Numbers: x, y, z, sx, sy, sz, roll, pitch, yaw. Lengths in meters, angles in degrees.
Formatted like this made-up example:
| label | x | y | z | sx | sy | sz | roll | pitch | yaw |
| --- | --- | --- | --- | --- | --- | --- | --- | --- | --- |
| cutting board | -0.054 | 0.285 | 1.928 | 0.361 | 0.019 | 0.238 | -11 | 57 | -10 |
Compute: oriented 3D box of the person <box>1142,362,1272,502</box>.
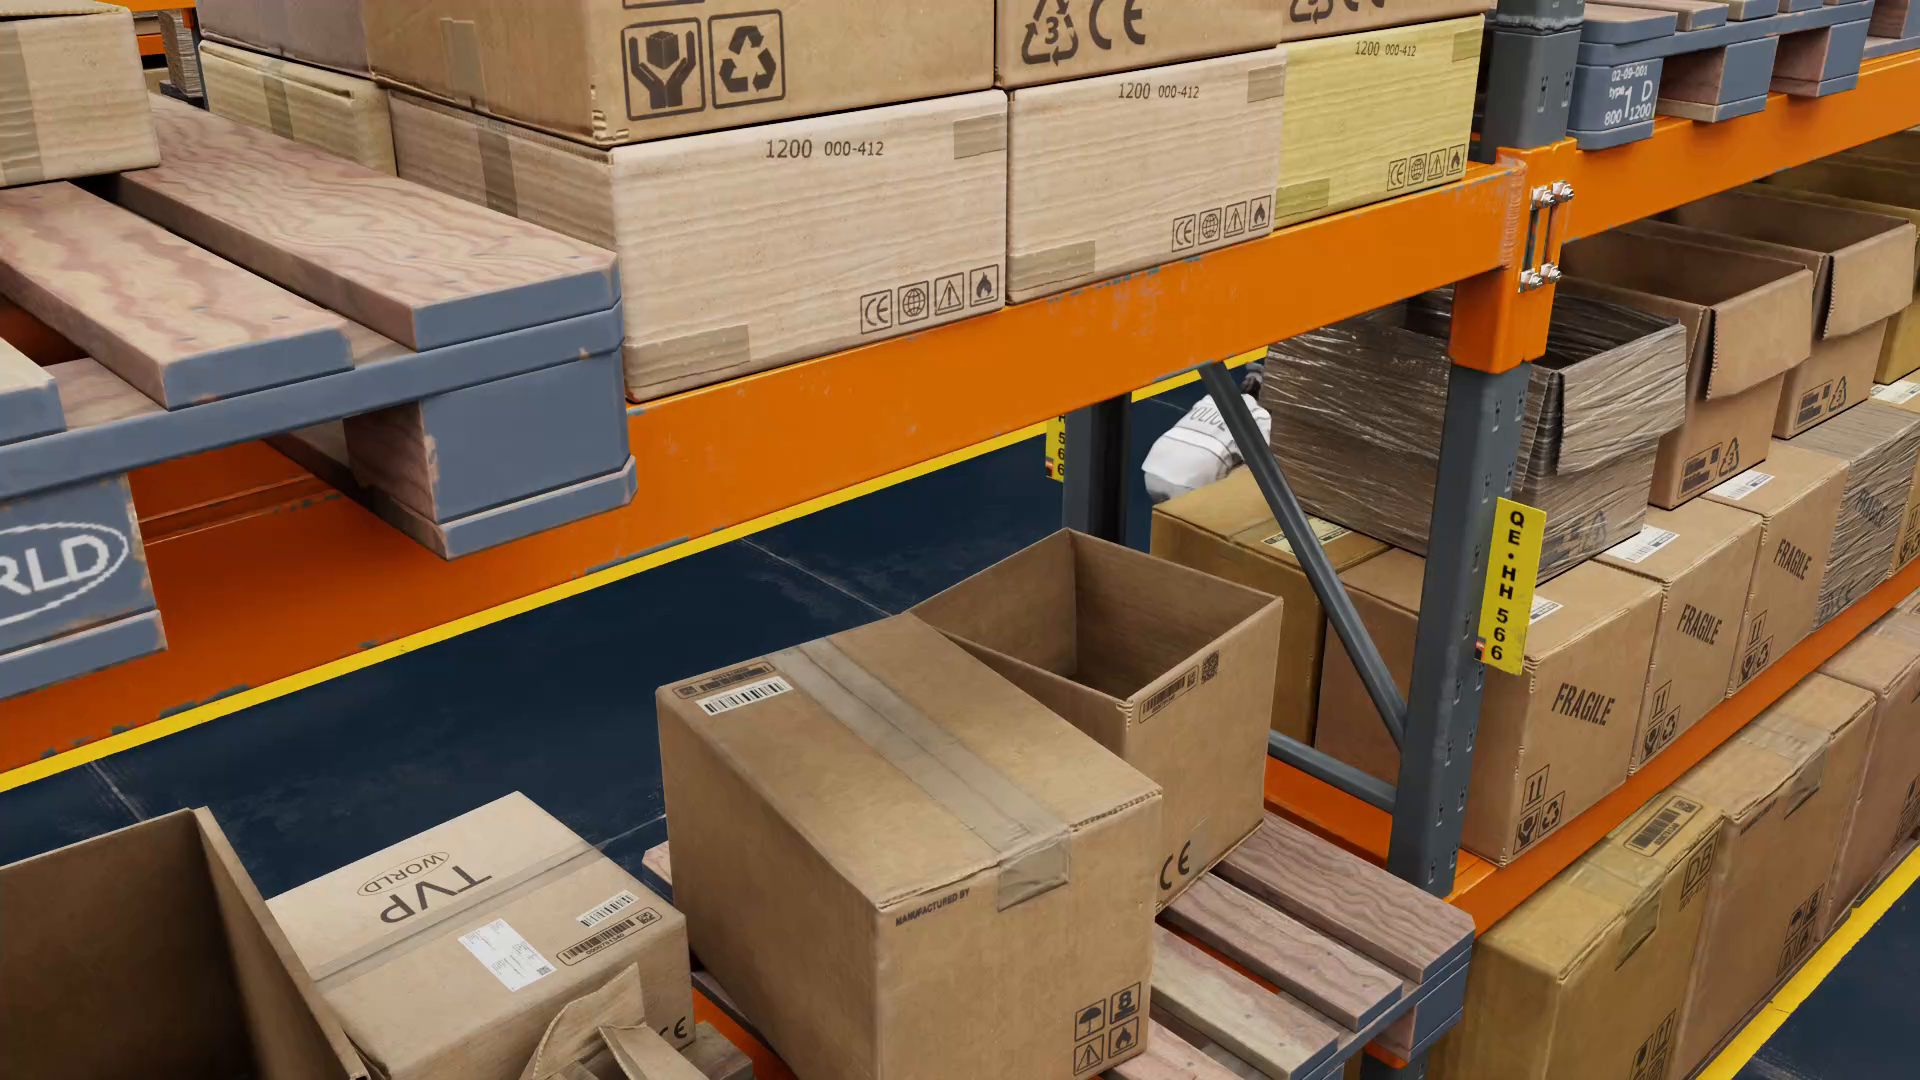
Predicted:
| label | x | y | z | sx | sy | sz | roll | pitch | yaw |
| --- | --- | --- | --- | --- | --- | --- | --- | --- | --- |
| person | 1.175 | -0.251 | 7.477 | 0.453 | 0.989 | 0.899 | 22 | 33 | 40 |
